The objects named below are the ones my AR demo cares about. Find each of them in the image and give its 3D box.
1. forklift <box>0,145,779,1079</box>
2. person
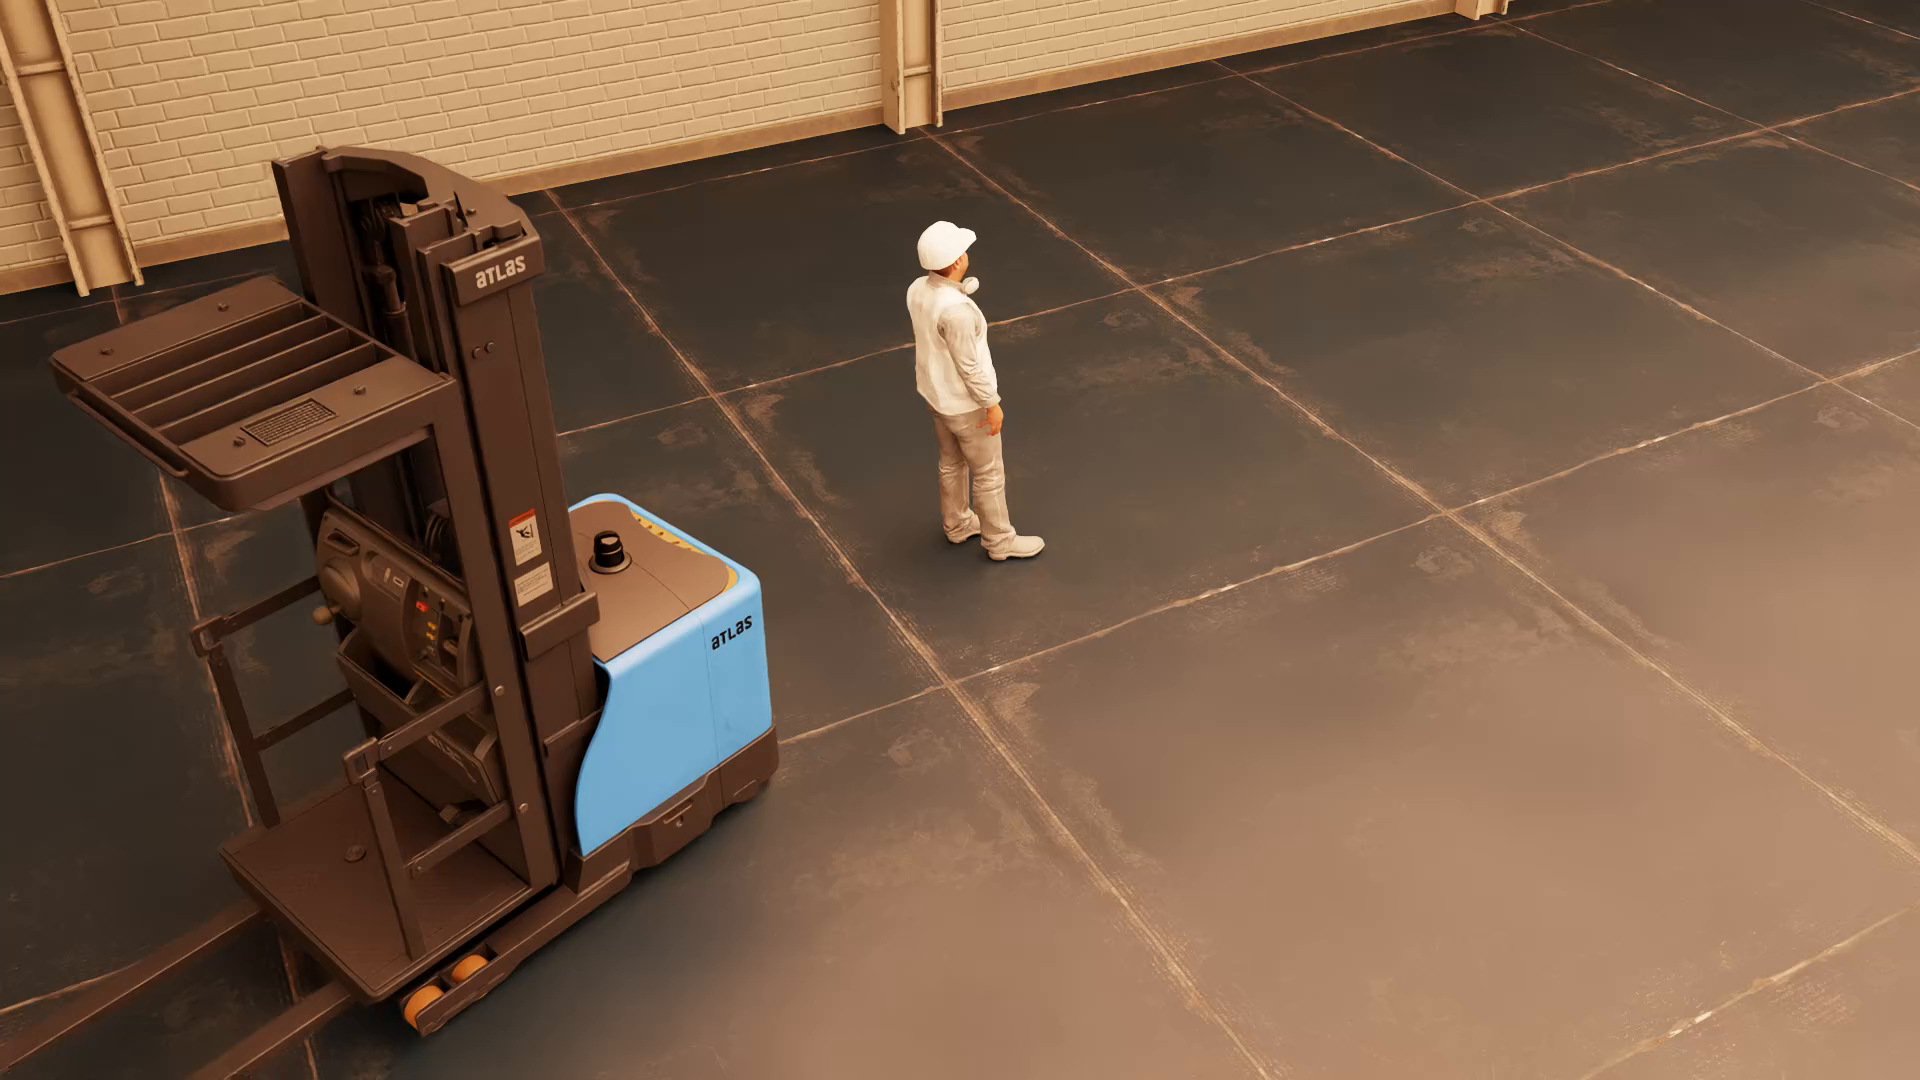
[{"bbox_3d":[-2.133,0.277,5.731,1.130,2.935,3.031,27,43,33],"label":"forklift"},{"bbox_3d":[0.059,-0.744,8.165,0.566,1.775,0.633,-17,39,-23],"label":"person"}]
